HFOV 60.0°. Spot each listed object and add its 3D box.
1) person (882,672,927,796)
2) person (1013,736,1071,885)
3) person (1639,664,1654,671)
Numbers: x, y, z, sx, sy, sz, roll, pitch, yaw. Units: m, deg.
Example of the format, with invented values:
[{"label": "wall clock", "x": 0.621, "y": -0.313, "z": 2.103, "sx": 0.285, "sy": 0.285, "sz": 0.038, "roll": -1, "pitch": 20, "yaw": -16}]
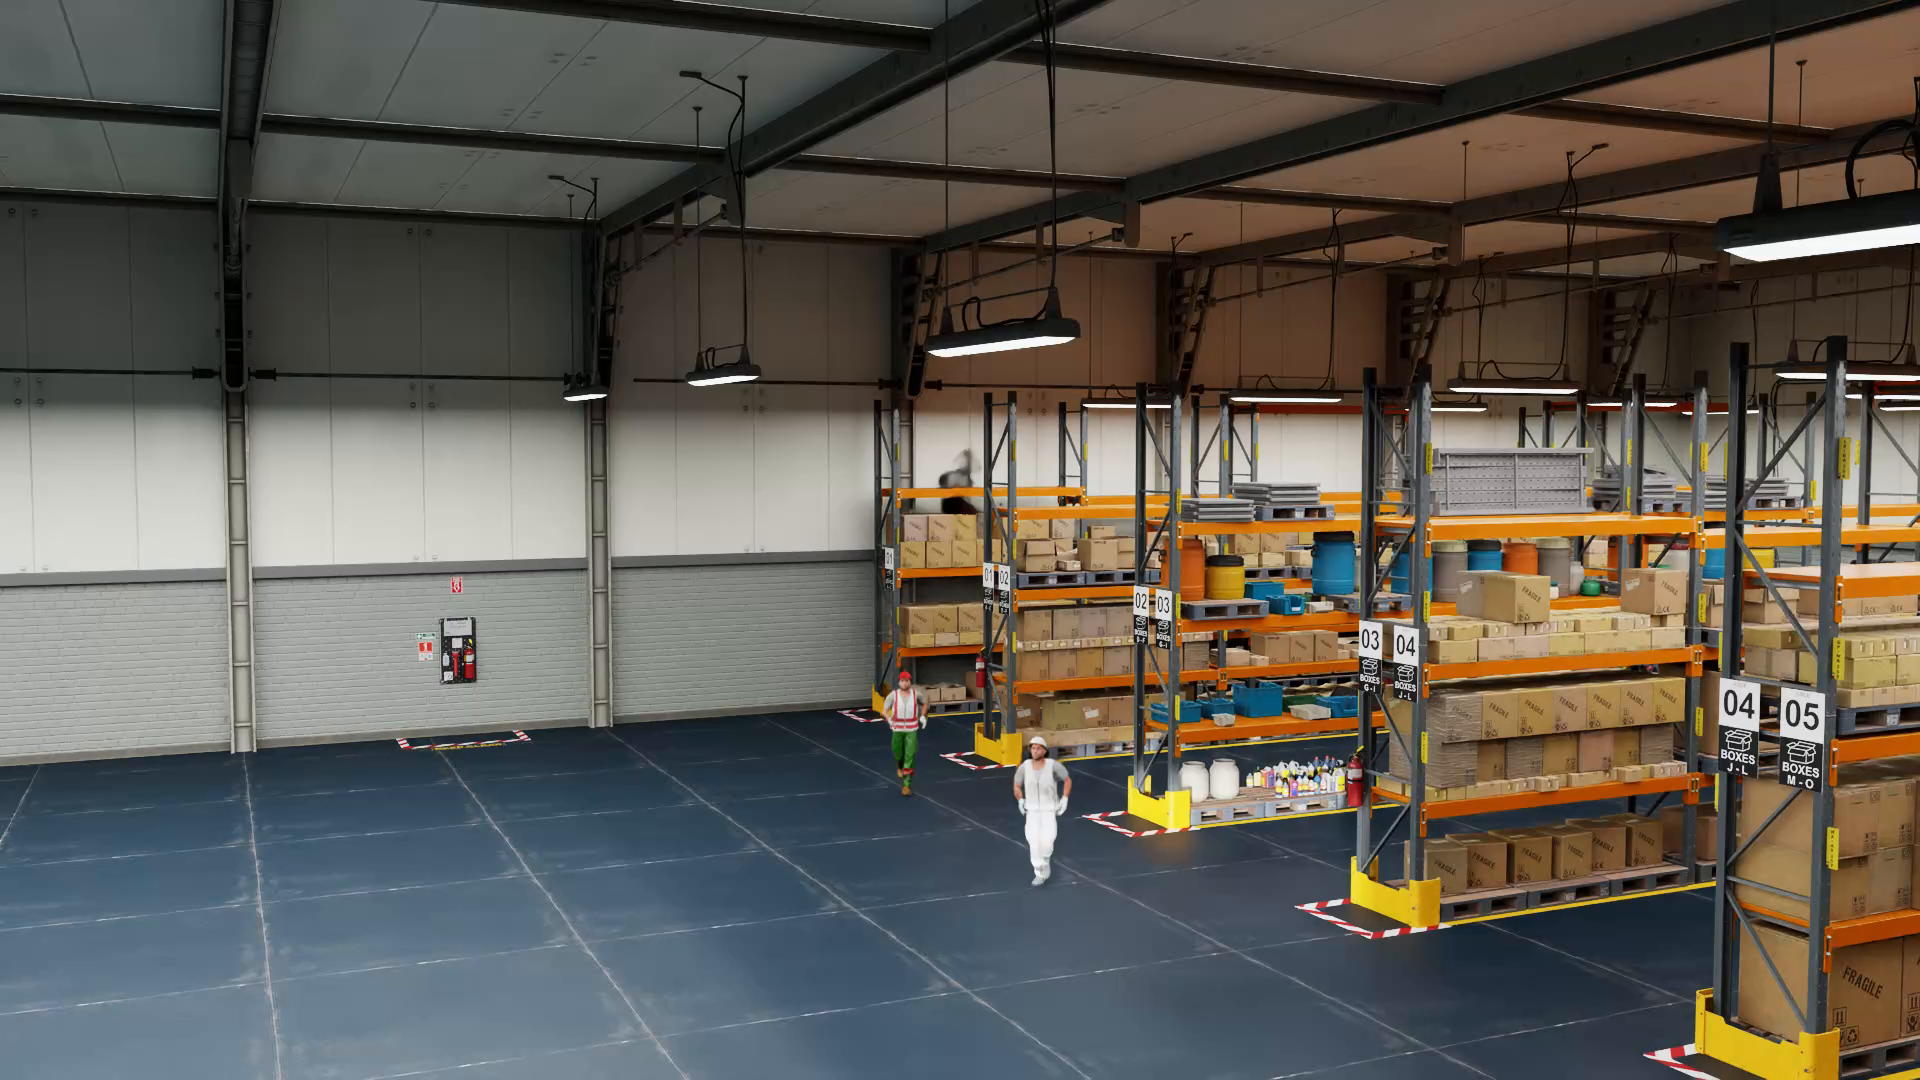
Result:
[{"label": "person", "x": -0.816, "y": 2.835, "z": 24.696, "sx": 0.670, "sy": 1.781, "sz": 0.945, "roll": 0, "pitch": 3, "yaw": -3}, {"label": "person", "x": 0.933, "y": 3.164, "z": 19.357, "sx": 0.669, "sy": 1.742, "sz": 0.517, "roll": 1, "pitch": 3, "yaw": 11}, {"label": "person", "x": 12.260, "y": 2.612, "z": 30.021, "sx": 0.851, "sy": 1.605, "sz": 0.538, "roll": -2, "pitch": 4, "yaw": -36}]
